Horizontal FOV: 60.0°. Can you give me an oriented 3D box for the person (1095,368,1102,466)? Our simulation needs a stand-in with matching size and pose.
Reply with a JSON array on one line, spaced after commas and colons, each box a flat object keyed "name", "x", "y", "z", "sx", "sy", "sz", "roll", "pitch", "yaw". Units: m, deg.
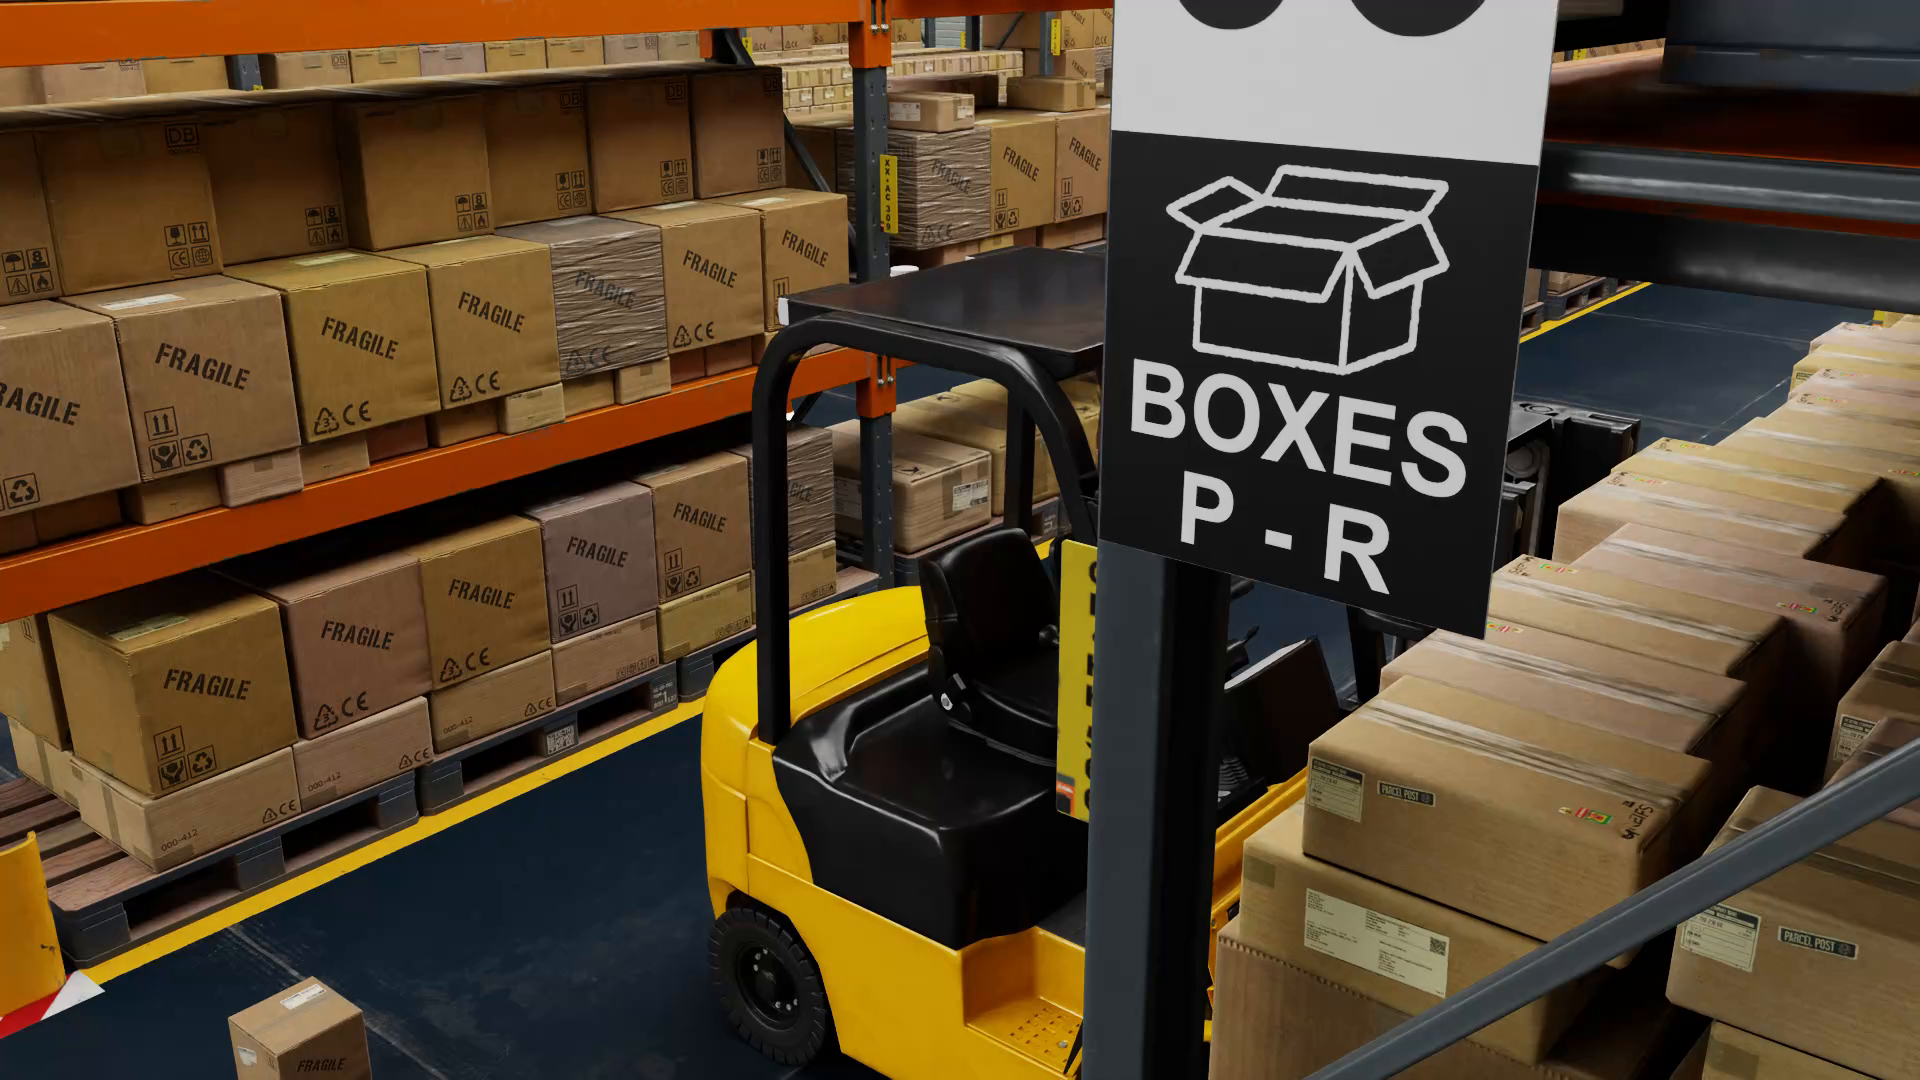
[{"name": "person", "x": 0.819, "y": -0.417, "z": 7.274, "sx": 0.583, "sy": 1.843, "sz": 0.564, "roll": 14, "pitch": 24, "yaw": 33}]
